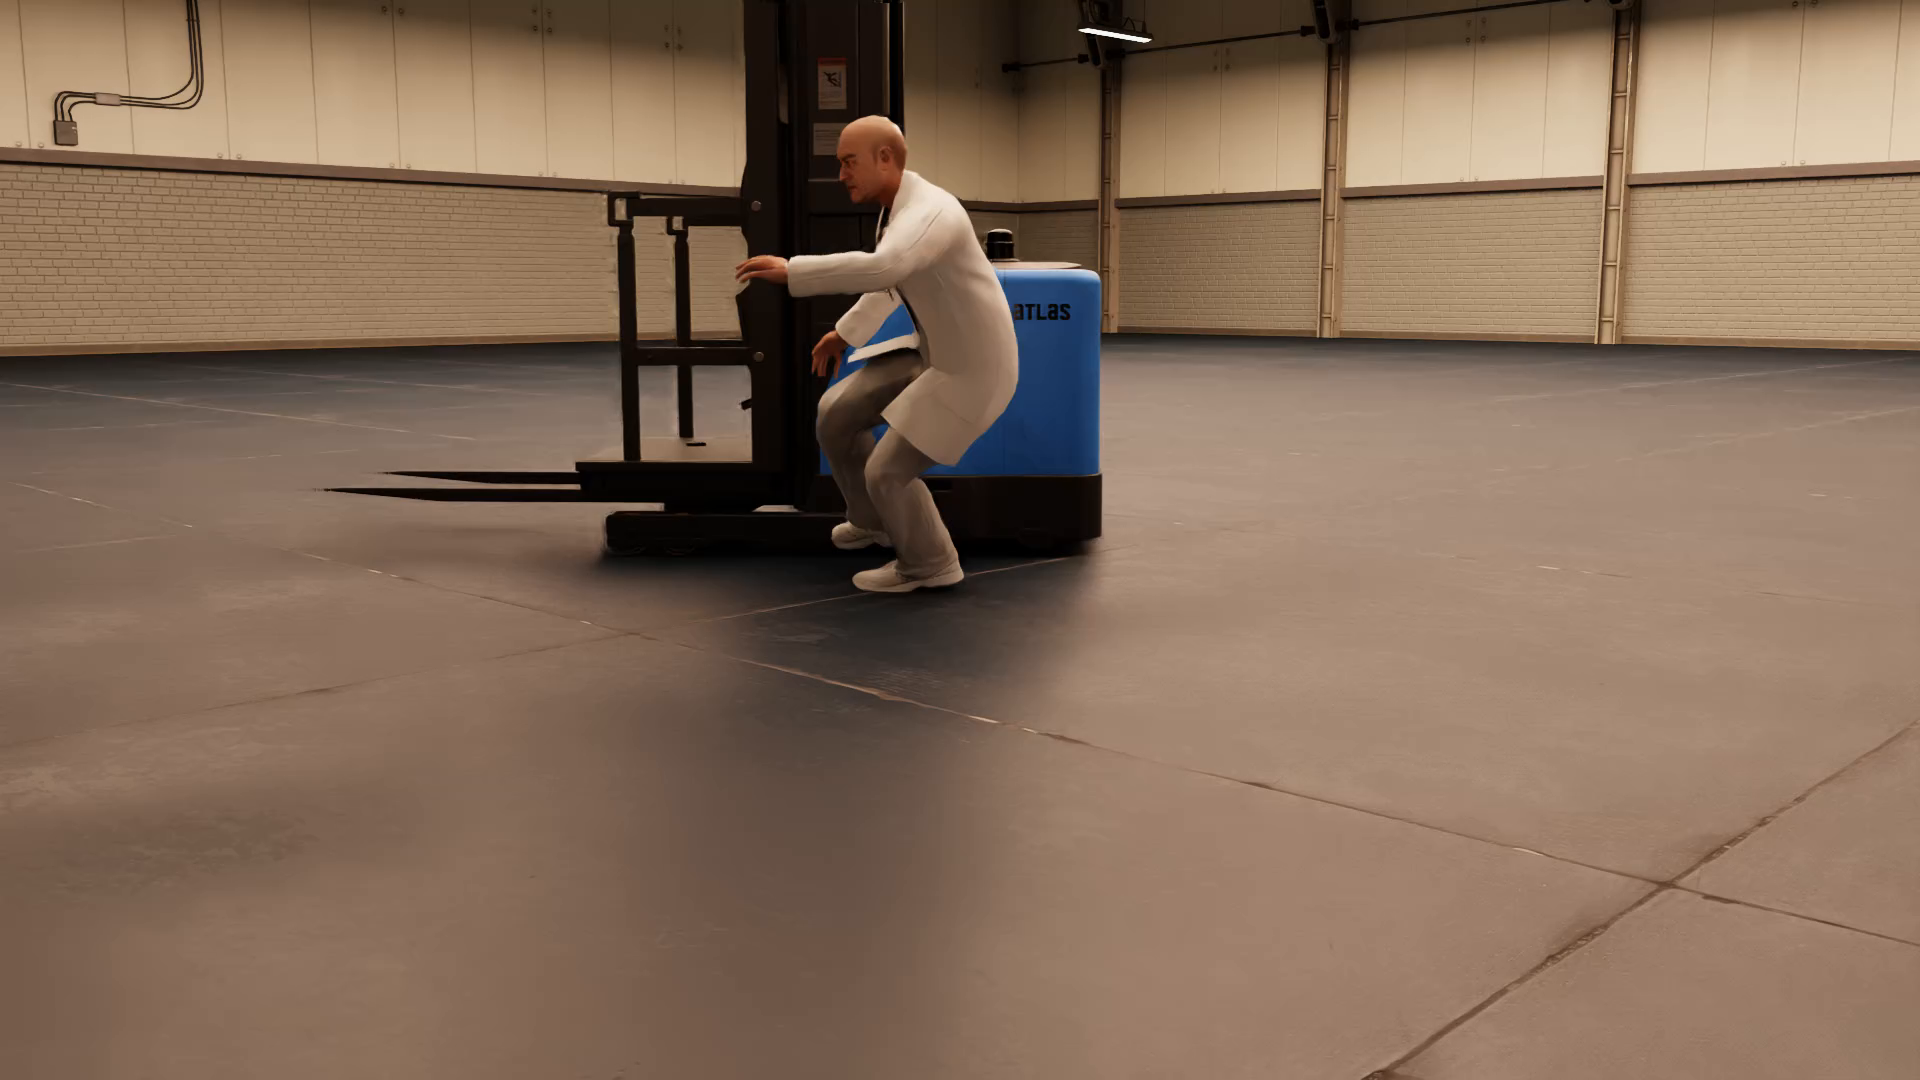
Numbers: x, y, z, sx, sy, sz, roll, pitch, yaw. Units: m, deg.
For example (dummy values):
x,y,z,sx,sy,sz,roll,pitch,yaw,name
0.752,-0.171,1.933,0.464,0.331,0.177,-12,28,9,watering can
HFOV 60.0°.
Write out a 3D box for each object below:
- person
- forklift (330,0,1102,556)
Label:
x,y,z,sx,sy,sz,roll,pitch,yaw,name
-0.312,-0.540,5.251,0.938,1.533,1.124,-4,9,-23,person
-0.956,-1.467,6.619,3.031,2.935,1.130,0,9,3,forklift
